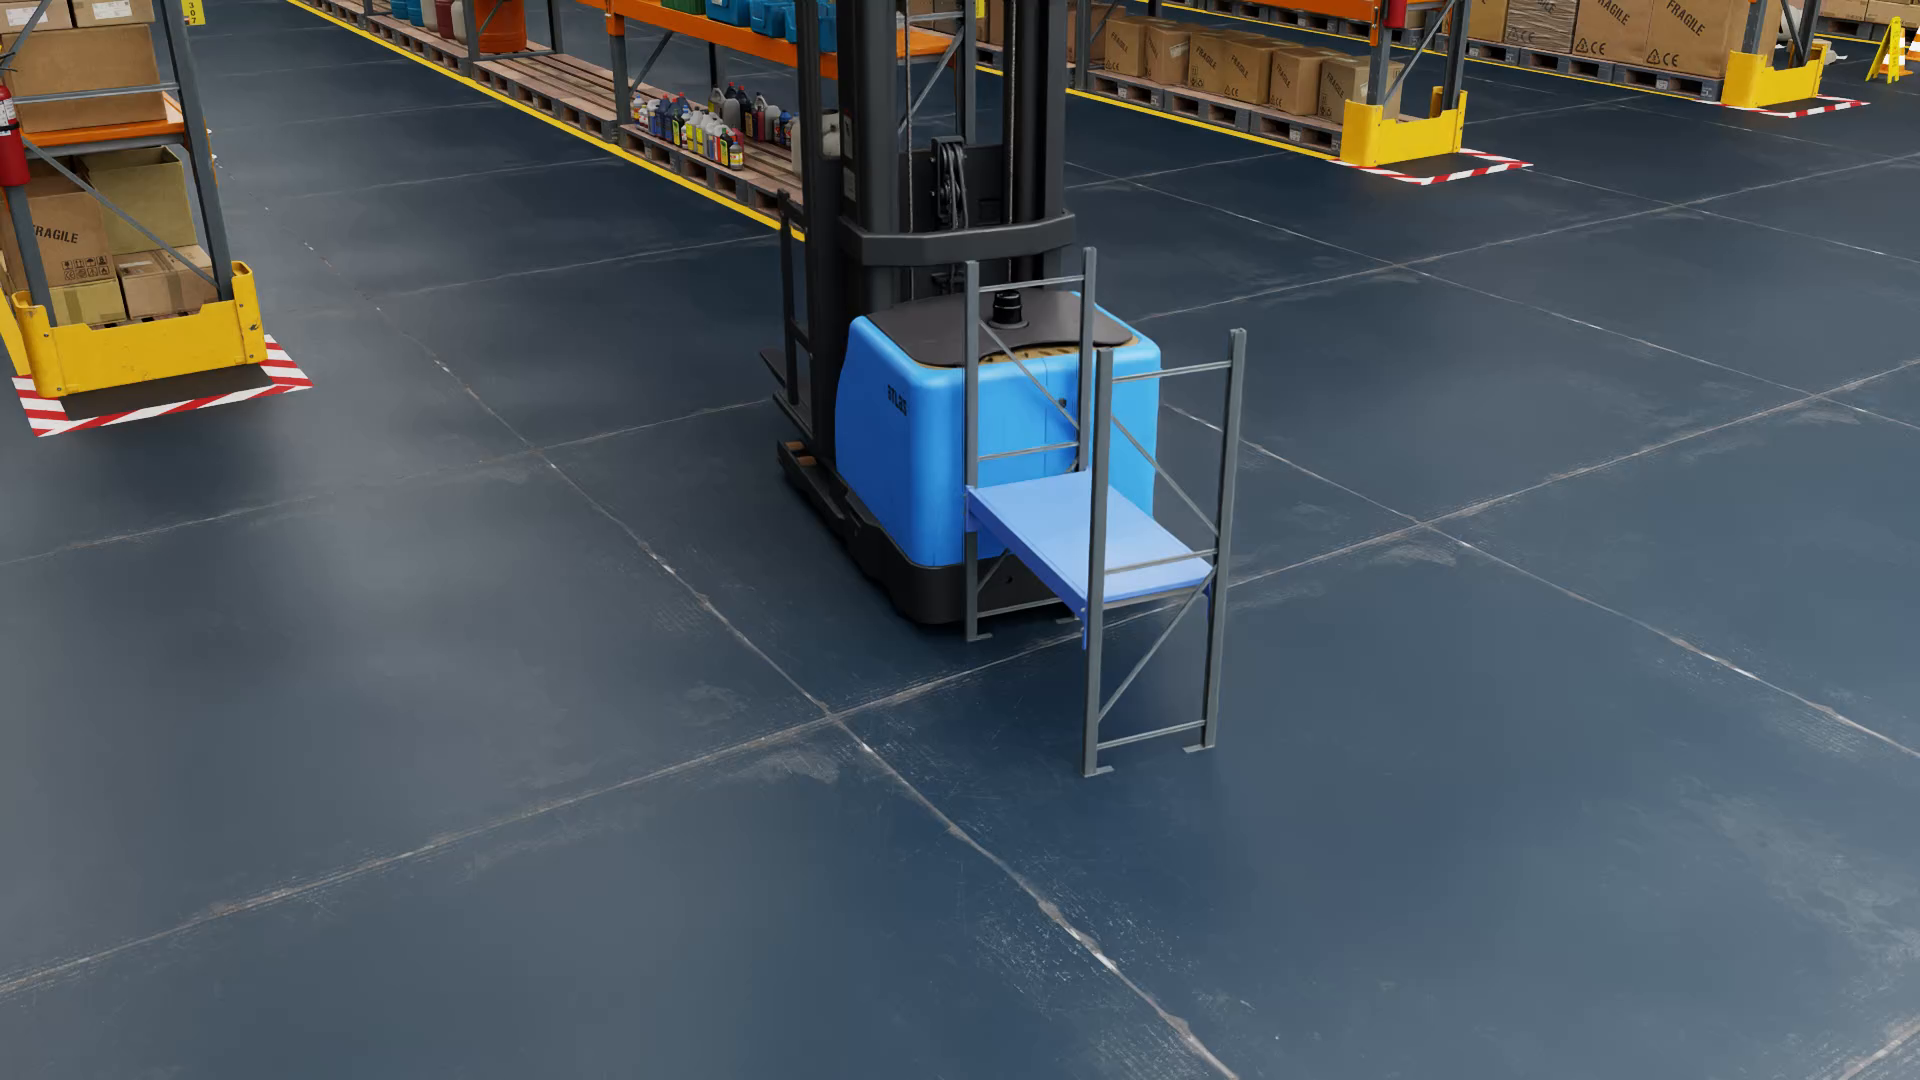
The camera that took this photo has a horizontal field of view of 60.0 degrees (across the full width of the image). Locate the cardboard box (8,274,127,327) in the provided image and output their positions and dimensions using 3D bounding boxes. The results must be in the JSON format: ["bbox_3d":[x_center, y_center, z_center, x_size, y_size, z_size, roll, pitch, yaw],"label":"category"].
[{"bbox_3d":[-5.038,-1.377,9.382,0.500,0.250,0.500,-16,29,-30],"label":"cardboard box"}]

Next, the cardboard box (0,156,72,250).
[{"bbox_3d":[-5.597,-2.070,9.972,0.500,0.500,0.500,-16,29,-30],"label":"cardboard box"}]

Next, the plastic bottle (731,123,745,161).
[{"bbox_3d":[-1.741,-3.108,12.986,0.061,0.283,0.133,-16,29,-30],"label":"plastic bottle"}]

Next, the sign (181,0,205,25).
[{"bbox_3d":[-4.029,-2.862,8.692,0.100,0.325,0.005,-16,29,-30],"label":"sign"}]

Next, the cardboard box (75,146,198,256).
[{"bbox_3d":[-4.878,-2.015,9.856,0.500,0.500,0.500,-16,29,-30],"label":"cardboard box"}]

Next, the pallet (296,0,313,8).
[{"bbox_3d":[-8.662,-7.618,23.141,1.003,0.211,1.213,-16,29,-30],"label":"pallet"}]

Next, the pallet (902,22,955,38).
[{"bbox_3d":[-0.137,-5.935,19.576,1.003,0.211,1.213,-16,29,-30],"label":"pallet"}]

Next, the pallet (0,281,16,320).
[{"bbox_3d":[-5.612,-1.746,10.702,1.003,0.211,1.213,-16,29,-30],"label":"pallet"}]

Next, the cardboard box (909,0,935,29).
[{"bbox_3d":[-0.180,-6.310,19.515,0.700,0.500,0.500,-17,30,-32],"label":"cardboard box"}]

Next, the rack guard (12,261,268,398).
[{"bbox_3d":[-4.484,-1.169,9.140,1.175,0.500,0.348,-16,29,-30],"label":"rack guard"}]

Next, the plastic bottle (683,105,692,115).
[{"bbox_3d":[-2.255,-3.447,13.719,0.097,0.271,0.097,0,25,0],"label":"plastic bottle"}]

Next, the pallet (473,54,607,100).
[{"bbox_3d":[-4.322,-4.775,17.117,1.003,0.211,1.213,-16,29,-30],"label":"pallet"}]

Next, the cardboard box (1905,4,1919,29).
[{"bbox_3d":[11.428,-6.106,19.399,0.500,0.250,0.500,-16,29,-30],"label":"cardboard box"}]

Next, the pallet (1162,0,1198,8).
[{"bbox_3d":[3.223,-7.615,23.133,1.003,0.211,1.213,-16,29,-30],"label":"pallet"}]

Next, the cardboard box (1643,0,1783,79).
[{"bbox_3d":[7.590,-5.191,16.729,0.875,0.875,0.875,-15,29,-29],"label":"cardboard box"}]

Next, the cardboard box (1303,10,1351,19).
[{"bbox_3d":[4.894,-6.885,20.464,1.050,0.750,0.750,-16,29,-30],"label":"cardboard box"}]

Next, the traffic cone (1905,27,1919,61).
[{"bbox_3d":[10.792,-5.630,18.635,0.336,0.463,0.334,-16,29,-30],"label":"traffic cone"}]

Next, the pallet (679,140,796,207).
[{"bbox_3d":[-1.527,-2.944,13.238,1.003,0.211,1.213,-16,29,-30],"label":"pallet"}]

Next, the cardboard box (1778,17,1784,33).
[{"bbox_3d":[9.028,-5.834,19.018,0.637,0.503,0.797,7,26,15],"label":"cardboard box"}]

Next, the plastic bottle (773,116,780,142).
[{"bbox_3d":[-1.482,-3.383,13.664,0.097,0.201,0.097,0,25,0],"label":"plastic bottle"}]

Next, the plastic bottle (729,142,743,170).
[{"bbox_3d":[-1.715,-2.949,12.746,0.097,0.201,0.097,0,25,0],"label":"plastic bottle"}]

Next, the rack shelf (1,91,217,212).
[{"bbox_3d":[-5.589,-2.698,10.293,1.077,0.370,4.000,-16,29,-30],"label":"rack shelf"}]

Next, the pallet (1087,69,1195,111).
[{"bbox_3d":[2.017,-4.553,16.647,1.003,0.211,1.213,-16,29,-30],"label":"pallet"}]

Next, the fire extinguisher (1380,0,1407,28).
[{"bbox_3d":[3.481,-4.432,13.214,0.296,0.674,0.183,-16,29,-30],"label":"fire extinguisher"}]

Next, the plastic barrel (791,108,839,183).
[{"bbox_3d":[-1.042,-2.922,12.349,0.421,0.512,0.421,0,25,0],"label":"plastic barrel"}]

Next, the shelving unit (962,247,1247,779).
[{"bbox_3d":[0.447,-0.127,5.762,0.538,1.500,1.048,-10,27,-20],"label":"shelving unit"}]

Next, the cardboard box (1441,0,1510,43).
[{"bbox_3d":[6.117,-6.153,18.768,0.875,0.875,0.875,-15,29,-29],"label":"cardboard box"}]

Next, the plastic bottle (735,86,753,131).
[{"bbox_3d":[-1.831,-3.661,14.078,0.144,0.351,0.185,-17,30,-32],"label":"plastic bottle"}]

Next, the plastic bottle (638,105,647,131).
[{"bbox_3d":[-2.666,-3.572,14.066,0.097,0.201,0.097,0,25,0],"label":"plastic bottle"}]

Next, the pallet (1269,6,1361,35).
[{"bbox_3d":[4.678,-6.600,20.983,1.003,0.211,1.213,-16,29,-30],"label":"pallet"}]

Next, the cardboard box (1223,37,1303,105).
[{"bbox_3d":[2.797,-4.336,15.357,0.500,0.500,0.500,-13,28,-25],"label":"cardboard box"}]

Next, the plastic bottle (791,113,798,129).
[{"bbox_3d":[-1.315,-3.305,13.419,0.097,0.271,0.097,0,25,0],"label":"plastic bottle"}]

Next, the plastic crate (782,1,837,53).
[{"bbox_3d":[-0.869,-3.503,11.330,0.499,0.251,0.616,-16,29,-30],"label":"plastic crate"}]

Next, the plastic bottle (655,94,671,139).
[{"bbox_3d":[-2.436,-3.507,13.753,0.144,0.351,0.185,-15,29,-28],"label":"plastic bottle"}]

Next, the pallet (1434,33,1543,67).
[{"bbox_3d":[6.182,-5.614,18.895,1.003,0.211,1.213,-16,29,-30],"label":"pallet"}]

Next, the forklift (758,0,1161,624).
[{"bbox_3d":[-0.219,-1.607,7.221,1.130,2.935,3.031,-9,27,-19],"label":"forklift"}]

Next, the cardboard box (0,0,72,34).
[{"bbox_3d":[-4.865,-2.738,8.660,0.380,0.149,0.250,-16,30,-30],"label":"cardboard box"}]

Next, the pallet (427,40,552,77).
[{"bbox_3d":[-5.178,-5.333,18.300,1.003,0.211,1.213,-16,29,-30],"label":"pallet"}]

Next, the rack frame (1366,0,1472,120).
[{"bbox_3d":[3.805,-4.615,13.512,1.000,3.000,0.127,-16,29,-30],"label":"rack frame"}]

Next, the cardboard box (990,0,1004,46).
[{"bbox_3d":[0.754,-5.714,18.253,0.700,0.500,0.500,-18,31,-34],"label":"cardboard box"}]

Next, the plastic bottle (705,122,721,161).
[{"bbox_3d":[-1.905,-3.129,13.039,0.152,0.276,0.135,-16,30,-31],"label":"plastic bottle"}]

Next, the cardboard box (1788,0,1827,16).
[{"bbox_3d":[10.613,-6.650,20.552,0.500,0.250,0.500,-16,30,-30],"label":"cardboard box"}]

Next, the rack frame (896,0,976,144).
[{"bbox_3d":[-0.345,-3.461,11.067,1.000,3.000,0.127,-16,29,-30],"label":"rack frame"}]

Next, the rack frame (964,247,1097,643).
[{"bbox_3d":[0.252,-0.327,6.186,0.500,1.500,0.032,-10,27,-20],"label":"rack frame"}]

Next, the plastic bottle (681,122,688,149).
[{"bbox_3d":[-2.198,-3.265,13.416,0.097,0.201,0.097,0,25,0],"label":"plastic bottle"}]

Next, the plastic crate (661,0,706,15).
[{"bbox_3d":[-2.024,-4.244,12.975,0.450,0.188,0.662,-16,29,-30],"label":"plastic crate"}]

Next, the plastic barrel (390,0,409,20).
[{"bbox_3d":[-6.613,-6.795,20.097,0.600,0.901,0.708,-16,29,-30],"label":"plastic barrel"}]

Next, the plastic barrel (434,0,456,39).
[{"bbox_3d":[-5.610,-5.996,18.771,0.600,0.588,0.708,-16,29,-30],"label":"plastic barrel"}]

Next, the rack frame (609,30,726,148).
[{"bbox_3d":[-2.529,-4.891,14.098,1.000,3.000,0.127,-16,29,-30],"label":"rack frame"}]

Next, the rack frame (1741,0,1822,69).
[{"bbox_3d":[8.016,-5.735,15.884,1.000,3.000,0.127,-16,29,-30],"label":"rack frame"}]

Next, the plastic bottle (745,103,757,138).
[{"bbox_3d":[-1.726,-3.482,13.778,0.061,0.283,0.133,-16,29,-30],"label":"plastic bottle"}]

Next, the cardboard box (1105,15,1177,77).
[{"bbox_3d":[1.806,-4.953,16.664,0.500,0.500,0.500,-17,30,-31],"label":"cardboard box"}]
